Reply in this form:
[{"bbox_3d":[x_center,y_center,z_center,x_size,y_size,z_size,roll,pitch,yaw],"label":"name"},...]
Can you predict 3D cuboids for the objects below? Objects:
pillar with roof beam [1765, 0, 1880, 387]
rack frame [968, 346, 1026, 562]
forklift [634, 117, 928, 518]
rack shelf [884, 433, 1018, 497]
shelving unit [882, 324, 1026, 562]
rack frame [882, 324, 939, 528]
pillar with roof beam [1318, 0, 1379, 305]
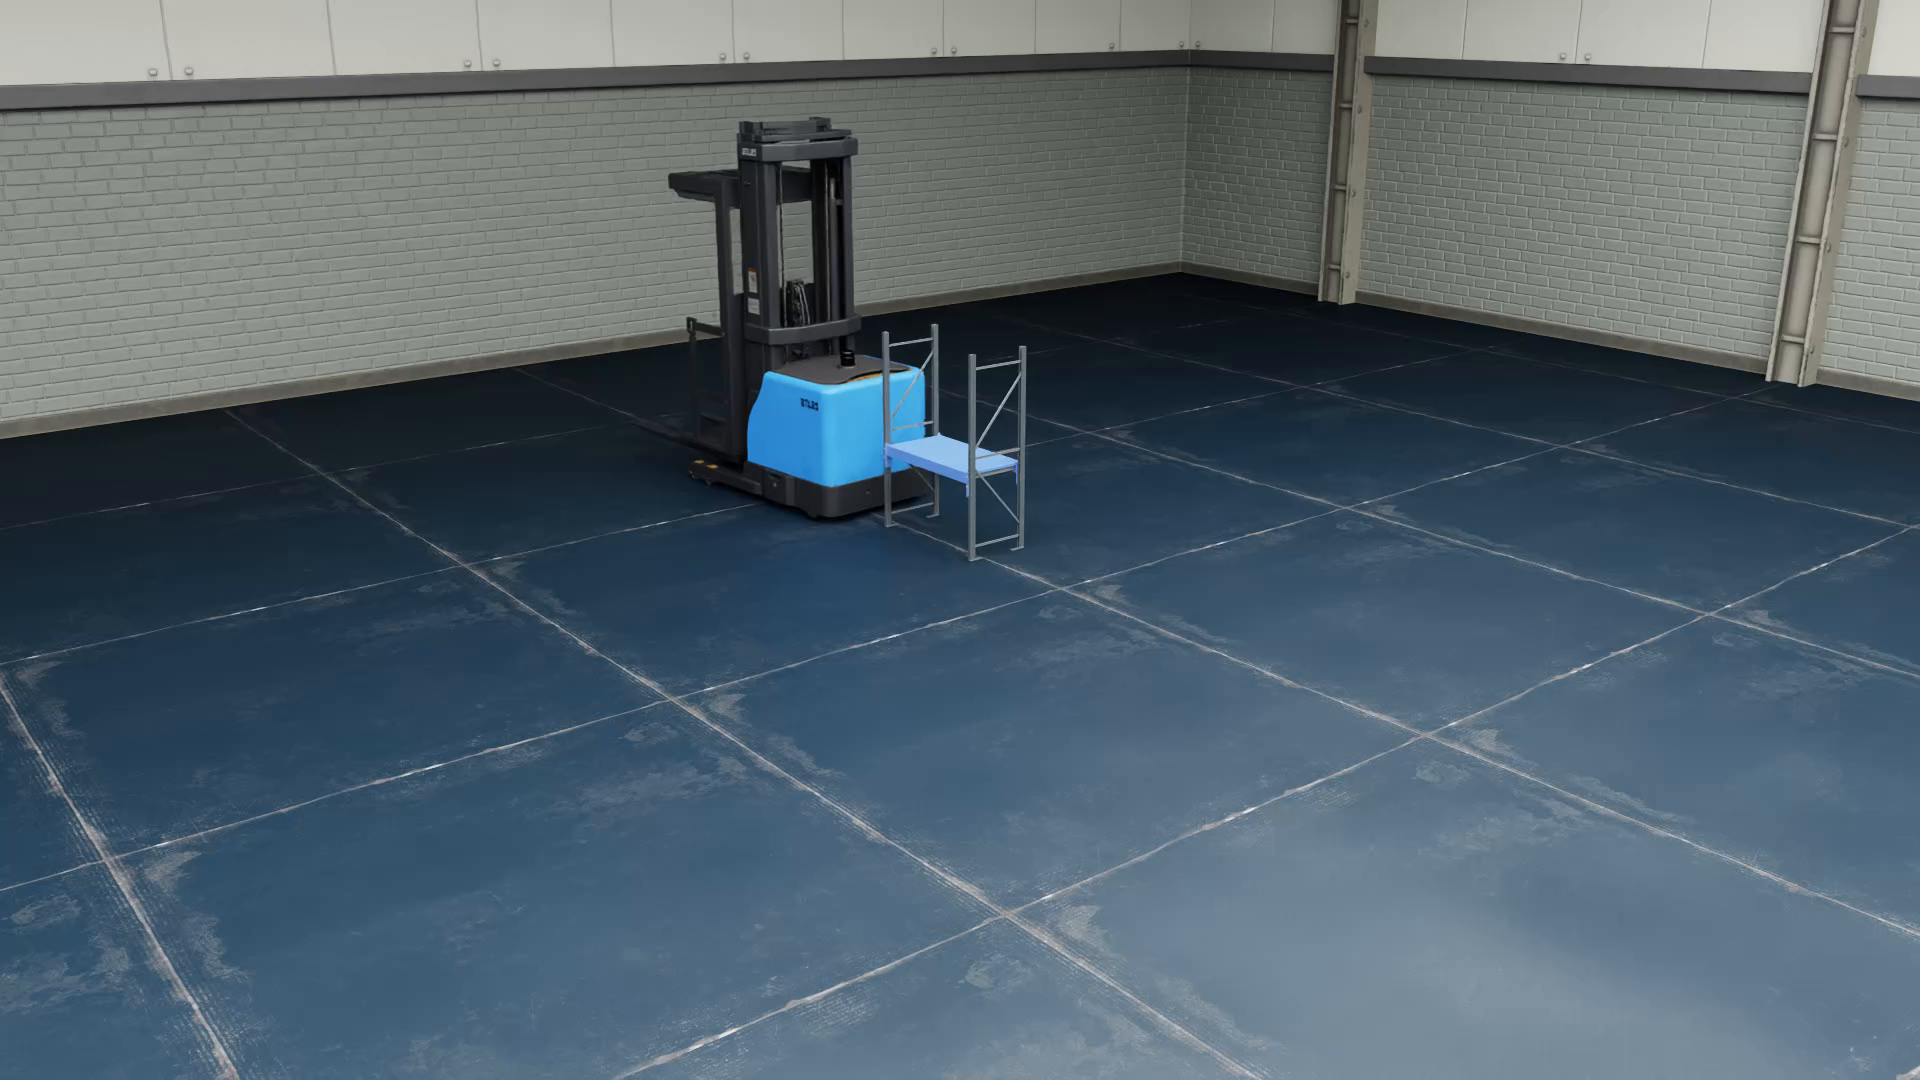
[{"bbox_3d":[5.296,-5.085,13.404,9.100,9.000,0.400,-14,23,-36],"label":"pillar with roof beam"},{"bbox_3d":[0.263,-0.608,11.812,0.500,1.500,0.032,-14,23,-36],"label":"rack frame"},{"bbox_3d":[-1.630,-1.944,13.571,1.130,2.935,3.031,-16,24,-40],"label":"forklift"},{"bbox_3d":[-0.053,-0.562,12.247,0.538,0.185,1.000,-14,23,-36],"label":"rack shelf"},{"bbox_3d":[-0.053,-0.733,12.190,0.538,1.500,1.048,-14,23,-36],"label":"shelving unit"},{"bbox_3d":[-0.369,-0.858,12.568,0.500,1.500,0.032,-14,23,-36],"label":"rack frame"},{"bbox_3d":[1.570,-6.564,17.869,9.100,9.000,0.400,-14,23,-36],"label":"pillar with roof beam"}]
